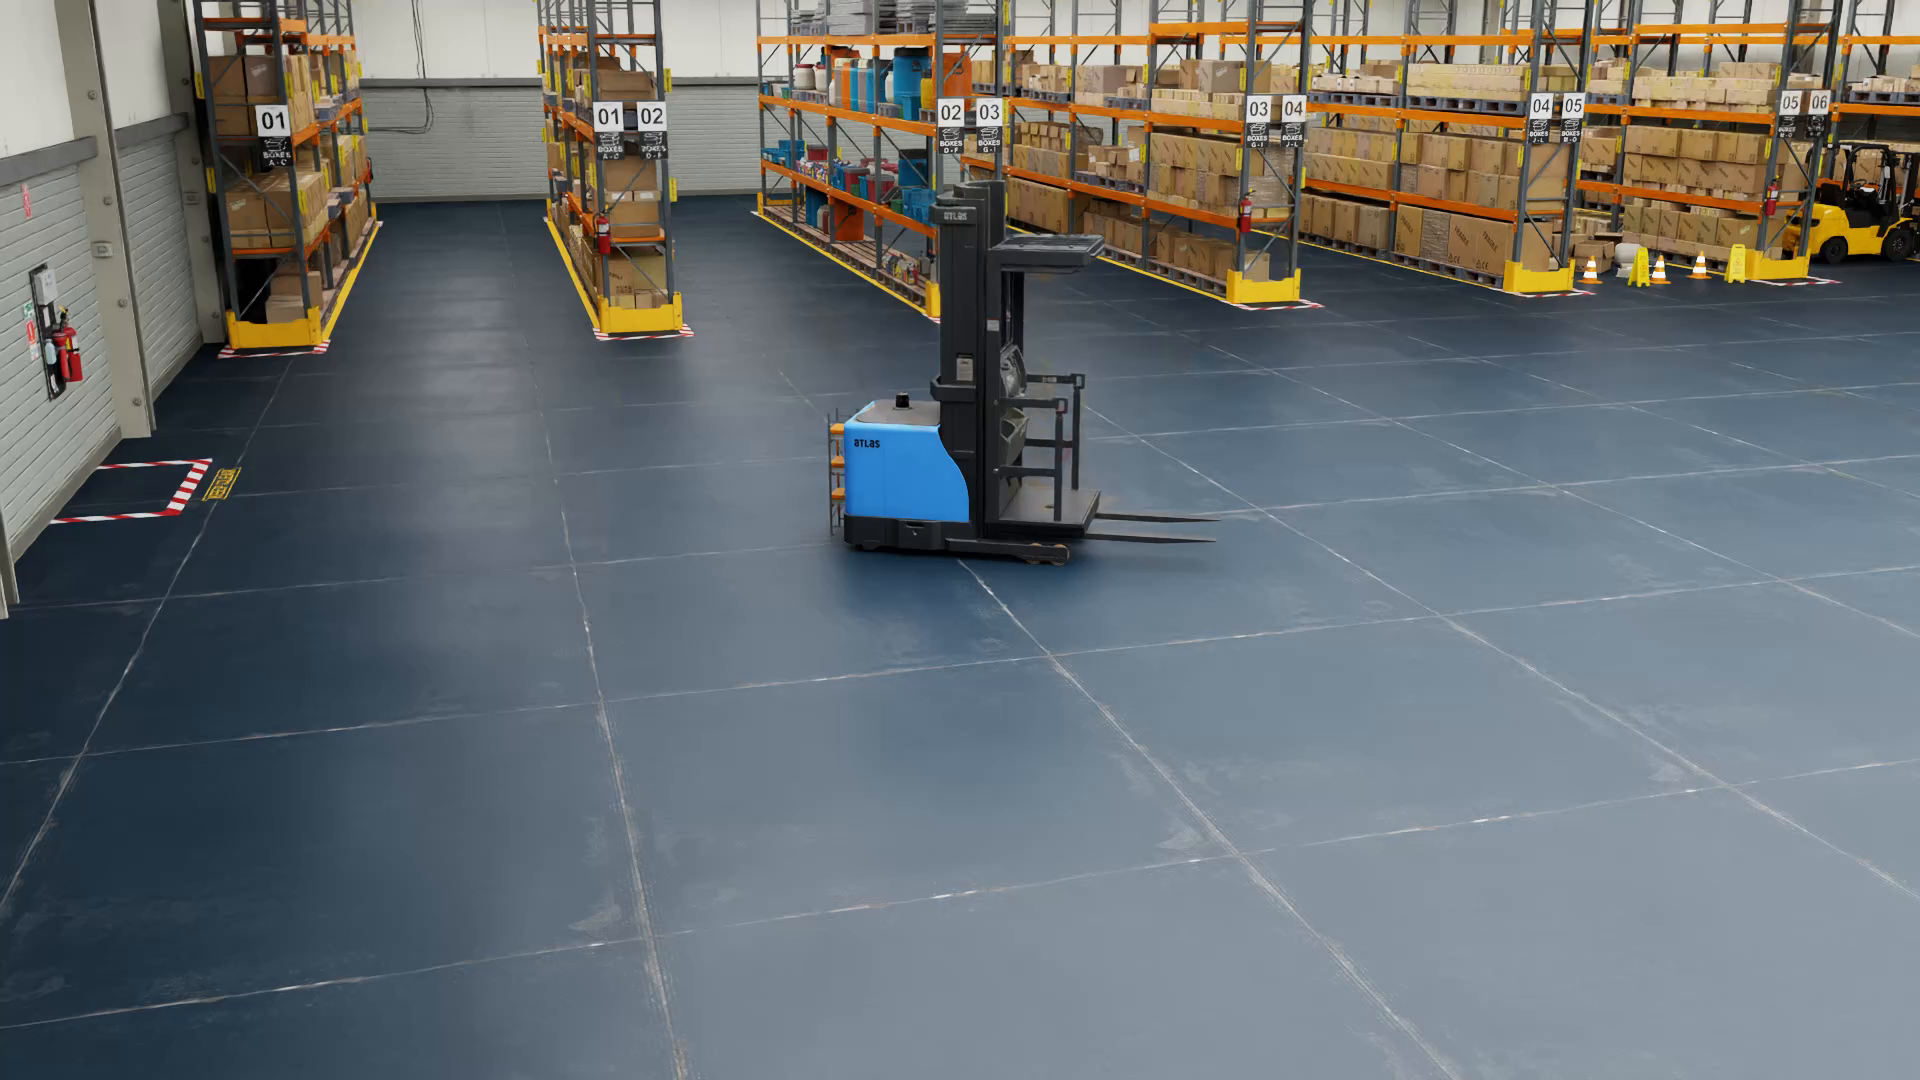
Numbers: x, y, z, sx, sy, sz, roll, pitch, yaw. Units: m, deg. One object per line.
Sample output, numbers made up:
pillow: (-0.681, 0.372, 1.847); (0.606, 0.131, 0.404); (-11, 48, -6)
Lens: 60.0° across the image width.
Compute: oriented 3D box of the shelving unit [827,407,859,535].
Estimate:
shelving unit: (-0.975, -0.578, 14.051); (0.215, 1.050, 0.252); (3, 17, 11)

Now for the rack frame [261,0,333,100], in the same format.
rack frame: (-11.589, -9.190, 28.903); (1.000, 3.000, 0.127); (-5, 17, -15)

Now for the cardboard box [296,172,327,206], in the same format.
cardboard box: (-10.062, -5.401, 25.640); (0.500, 0.500, 0.500); (-5, 17, -15)

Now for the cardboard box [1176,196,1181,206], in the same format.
cardboard box: (3.935, -5.838, 28.608); (0.380, 0.149, 0.250); (-5, 17, -15)

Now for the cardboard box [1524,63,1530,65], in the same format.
cardboard box: (14.954, -12.205, 43.031); (0.500, 0.250, 0.500); (-5, 17, -16)

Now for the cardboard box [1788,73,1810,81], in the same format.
cardboard box: (17.454, -9.598, 34.728); (0.500, 0.311, 0.500); (-5, 18, -17)

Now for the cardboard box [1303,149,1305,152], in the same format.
cardboard box: (7.480, -8.303, 35.570); (0.380, 0.149, 0.250); (-4, 17, -13)

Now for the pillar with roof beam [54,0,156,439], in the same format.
pillar with roof beam: (-4.626, -5.783, 17.561); (9.100, 9.000, 0.400); (-5, 17, -15)

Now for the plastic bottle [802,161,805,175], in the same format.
plastic bottle: (-3.295, -7.851, 35.098); (0.097, 0.271, 0.097); (0, 17, 0)

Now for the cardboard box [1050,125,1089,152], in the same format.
cardboard box: (2.337, -8.404, 34.797); (0.797, 0.503, 0.637); (-4, 17, -14)

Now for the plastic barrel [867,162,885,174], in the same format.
plastic barrel: (-1.575, -6.886, 31.466); (0.421, 0.512, 0.421); (0, 17, 0)

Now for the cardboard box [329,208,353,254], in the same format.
cardboard box: (-11.665, -5.702, 30.727); (0.750, 0.750, 0.750); (-5, 17, -16)

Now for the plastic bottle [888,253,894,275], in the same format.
plastic bottle: (-1.141, -4.679, 28.156); (0.144, 0.351, 0.185); (-4, 17, -14)

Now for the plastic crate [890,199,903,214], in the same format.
plastic crate: (-0.862, -5.494, 27.396); (0.450, 0.188, 0.662); (-5, 17, -15)

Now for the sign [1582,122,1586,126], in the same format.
sign: (15.380, -10.144, 41.004); (0.100, 0.325, 0.005); (-5, 17, -15)

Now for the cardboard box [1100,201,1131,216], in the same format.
cardboard box: (3.068, -6.535, 32.771); (0.500, 0.250, 0.500); (-3, 17, -9)

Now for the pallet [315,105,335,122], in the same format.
pallet: (-10.557, -6.736, 26.275); (1.213, 0.211, 1.003); (-5, 17, -15)

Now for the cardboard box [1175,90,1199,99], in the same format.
cardboard box: (3.893, -7.617, 28.449); (0.380, 0.149, 0.250); (-4, 17, -14)

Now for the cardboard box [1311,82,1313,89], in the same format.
cardboard box: (7.434, -9.316, 34.070); (0.380, 0.149, 0.250); (-5, 18, -17)

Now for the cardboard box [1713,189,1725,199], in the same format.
cardboard box: (13.792, -6.231, 29.918); (0.380, 0.149, 0.250); (-4, 17, -14)

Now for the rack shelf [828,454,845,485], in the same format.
rack shelf: (-0.975, -0.568, 14.054); (0.215, 0.259, 0.240); (3, 17, 11)

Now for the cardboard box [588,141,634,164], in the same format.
cardboard box: (-5.600, -6.150, 26.782); (0.700, 0.500, 0.500); (-5, 17, -15)

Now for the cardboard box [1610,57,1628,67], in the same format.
cardboard box: (16.050, -11.602, 40.442); (0.396, 0.266, 0.258); (-5, 17, -16)

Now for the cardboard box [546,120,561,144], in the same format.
cardboard box: (-9.006, -9.161, 37.325); (0.500, 0.500, 0.500); (-5, 17, -15)

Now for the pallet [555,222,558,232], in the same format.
pallet: (-8.453, -7.008, 36.916); (1.003, 0.211, 1.213); (-5, 17, -15)

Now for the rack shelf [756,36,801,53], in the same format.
rack shelf: (-3.712, -11.096, 37.197); (1.077, 0.370, 4.000); (-5, 17, -15)

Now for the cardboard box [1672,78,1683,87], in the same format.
cardboard box: (13.426, -8.471, 30.775); (0.380, 0.149, 0.250); (-5, 18, -17)

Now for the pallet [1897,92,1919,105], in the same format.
pallet: (18.689, -8.385, 31.593); (1.003, 0.211, 1.213); (-5, 17, -15)

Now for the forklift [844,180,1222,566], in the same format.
forklift: (0.617, -1.367, 13.407); (3.031, 2.935, 1.130); (3, 17, 11)

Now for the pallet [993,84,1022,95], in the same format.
pallet: (1.385, -10.219, 37.698); (1.003, 0.211, 1.213); (-5, 17, -15)

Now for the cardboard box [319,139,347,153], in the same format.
cardboard box: (-11.902, -7.449, 31.507); (0.500, 0.250, 0.500); (-5, 17, -16)

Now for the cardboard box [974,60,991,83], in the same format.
cardboard box: (0.734, -11.133, 39.509); (0.700, 0.500, 0.500); (-5, 18, -17)

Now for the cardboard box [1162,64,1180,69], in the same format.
cardboard box: (5.220, -11.684, 41.120); (0.380, 0.149, 0.250); (-4, 17, -13)

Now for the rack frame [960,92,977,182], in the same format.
rack frame: (0.501, -9.704, 41.044); (1.000, 3.000, 0.127); (-5, 17, -15)

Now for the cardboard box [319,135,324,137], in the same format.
cardboard box: (-12.812, -7.834, 32.789); (0.500, 0.250, 0.500); (-4, 17, -14)

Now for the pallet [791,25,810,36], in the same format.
pallet: (-2.906, -10.571, 34.525); (1.003, 0.211, 1.213); (-5, 17, -15)

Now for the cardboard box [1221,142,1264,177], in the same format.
cardboard box: (4.509, -6.080, 26.551); (0.500, 0.500, 0.500); (-5, 17, -15)

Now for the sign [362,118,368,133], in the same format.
sign: (-13.262, -9.236, 37.062); (0.100, 0.325, 0.005); (-5, 17, -15)

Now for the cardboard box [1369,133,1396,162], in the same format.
cardboard box: (8.310, -7.555, 31.977); (0.700, 0.500, 0.500); (-5, 17, -16)

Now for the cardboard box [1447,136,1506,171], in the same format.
cardboard box: (9.096, -6.784, 29.185); (0.875, 0.550, 0.500); (-5, 17, -15)

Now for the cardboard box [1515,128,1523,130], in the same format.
cardboard box: (12.327, -8.957, 36.646); (0.500, 0.500, 0.500); (-5, 18, -17)

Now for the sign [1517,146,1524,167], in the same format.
sign: (9.169, -6.272, 27.192); (0.100, 0.325, 0.005); (-5, 17, -15)

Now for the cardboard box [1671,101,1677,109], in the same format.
cardboard box: (13.463, -8.095, 30.910); (0.380, 0.149, 0.250); (-5, 18, -17)

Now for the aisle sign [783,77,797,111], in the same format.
aisle sign: (-4.000, -10.601, 39.510); (0.394, 0.787, 0.004); (-5, 17, -15)

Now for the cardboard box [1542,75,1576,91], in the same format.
cardboard box: (9.809, -7.553, 27.507); (0.500, 0.250, 0.500); (-5, 17, -15)

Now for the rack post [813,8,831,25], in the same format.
rack post: (-2.302, -10.134, 32.178); (0.954, 0.300, 0.937); (-5, 17, -15)

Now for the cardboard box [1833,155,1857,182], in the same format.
cardboard box: (17.969, -7.466, 33.420); (0.500, 0.500, 0.500); (-5, 17, -17)

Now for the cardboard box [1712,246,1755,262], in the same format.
cardboard box: (13.939, -5.155, 29.950); (0.500, 0.250, 0.500); (-5, 17, -16)

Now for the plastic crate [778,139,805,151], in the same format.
plastic crate: (-3.990, -9.280, 39.468); (0.616, 0.435, 0.499); (-5, 17, -15)

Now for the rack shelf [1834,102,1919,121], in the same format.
rack shelf: (18.648, -8.101, 31.742); (1.077, 0.370, 4.000); (-5, 17, -15)

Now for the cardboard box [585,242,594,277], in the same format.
cardboard box: (-5.626, -4.417, 26.187); (0.500, 0.500, 0.500); (-5, 17, -15)

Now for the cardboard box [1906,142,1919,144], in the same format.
cardboard box: (18.772, -7.716, 32.607); (0.380, 0.149, 0.250); (-5, 17, -16)

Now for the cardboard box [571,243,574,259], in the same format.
cardboard box: (-6.826, -5.286, 30.386); (0.500, 0.250, 0.500); (-5, 17, -17)
